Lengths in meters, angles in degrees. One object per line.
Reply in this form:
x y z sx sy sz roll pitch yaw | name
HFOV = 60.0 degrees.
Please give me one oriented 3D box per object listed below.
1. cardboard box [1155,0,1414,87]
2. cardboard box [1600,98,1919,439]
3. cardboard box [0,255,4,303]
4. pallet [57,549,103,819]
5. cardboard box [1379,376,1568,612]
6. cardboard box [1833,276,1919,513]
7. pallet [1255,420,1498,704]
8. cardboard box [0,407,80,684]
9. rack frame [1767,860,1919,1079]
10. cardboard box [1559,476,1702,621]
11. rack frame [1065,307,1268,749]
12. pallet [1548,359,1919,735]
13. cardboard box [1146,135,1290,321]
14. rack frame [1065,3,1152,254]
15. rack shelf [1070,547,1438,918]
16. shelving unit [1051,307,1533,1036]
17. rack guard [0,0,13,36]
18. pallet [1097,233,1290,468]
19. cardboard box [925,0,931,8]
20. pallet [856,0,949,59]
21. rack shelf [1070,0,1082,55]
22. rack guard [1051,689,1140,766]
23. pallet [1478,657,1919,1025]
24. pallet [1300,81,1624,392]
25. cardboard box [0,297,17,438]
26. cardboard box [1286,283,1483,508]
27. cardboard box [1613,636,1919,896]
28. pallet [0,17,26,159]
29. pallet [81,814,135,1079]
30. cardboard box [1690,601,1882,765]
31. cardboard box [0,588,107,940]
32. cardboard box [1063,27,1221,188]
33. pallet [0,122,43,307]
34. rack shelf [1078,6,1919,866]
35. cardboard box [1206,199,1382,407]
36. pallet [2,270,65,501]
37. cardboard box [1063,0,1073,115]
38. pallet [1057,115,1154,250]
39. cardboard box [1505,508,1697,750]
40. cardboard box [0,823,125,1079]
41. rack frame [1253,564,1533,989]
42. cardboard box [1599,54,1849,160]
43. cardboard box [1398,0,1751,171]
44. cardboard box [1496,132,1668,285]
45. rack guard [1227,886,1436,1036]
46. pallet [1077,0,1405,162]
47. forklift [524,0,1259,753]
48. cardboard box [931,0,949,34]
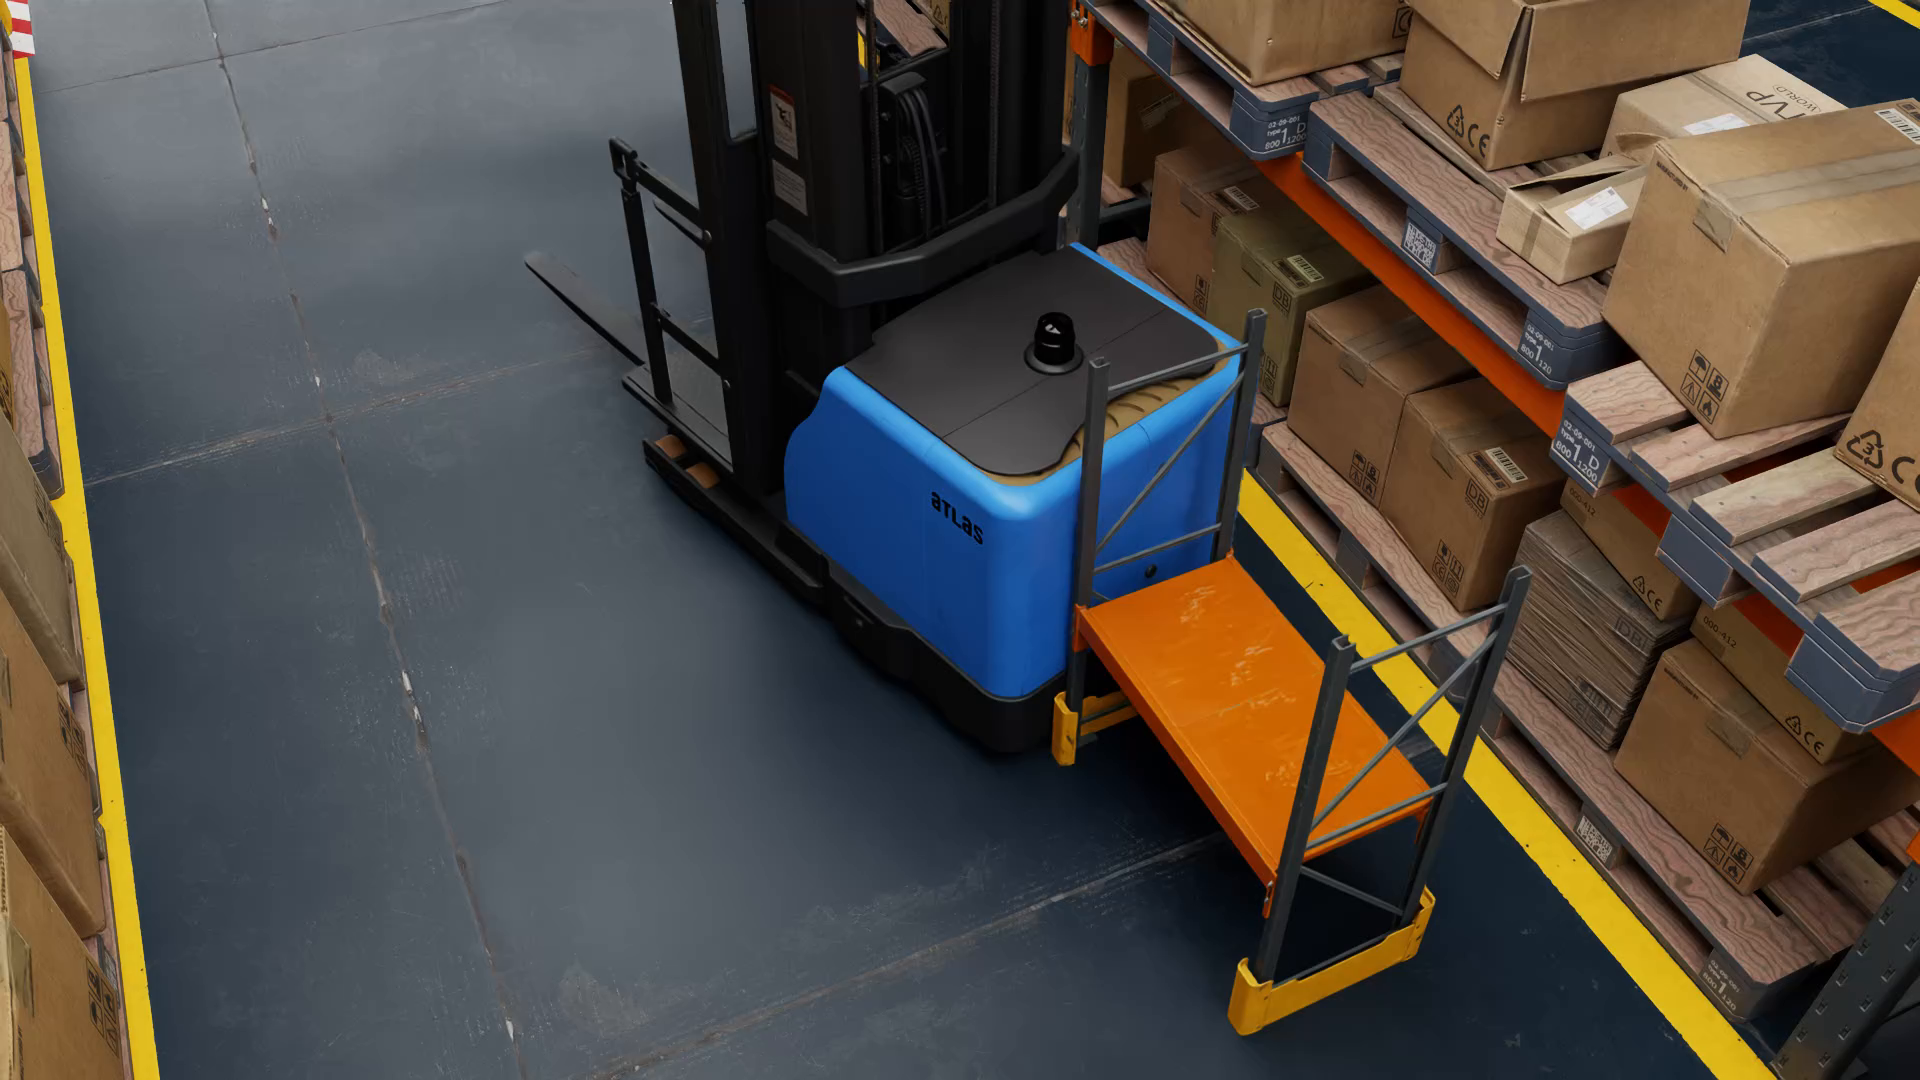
1.119 -2.163 5.081 1.000 1.000 1.000 -18 47 -17 | cardboard box
2.005 -0.642 3.895 0.700 0.500 0.500 -12 46 -12 | cardboard box
-4.214 -1.335 6.181 0.875 0.875 0.875 -18 47 -17 | cardboard box
-3.238 0.515 5.078 1.003 0.211 1.213 -18 47 -17 | pallet
1.804 -0.196 5.279 0.700 0.500 0.500 -14 46 -14 | cardboard box
2.330 -0.316 3.565 0.500 0.500 0.500 -24 49 -22 | cardboard box
1.758 -0.081 5.682 1.003 0.211 1.213 -18 47 -17 | pallet
-3.288 0.073 4.843 1.050 0.750 0.750 -18 47 -18 | cardboard box
2.594 0.201 3.410 1.000 3.000 0.127 -18 47 -17 | rack frame
2.053 -0.086 4.634 0.500 0.250 0.500 -13 46 -13 | cardboard box
0.545 0.030 4.651 0.500 1.500 0.032 -19 48 -18 | rack frame
2.198 -0.153 3.906 1.213 0.211 1.003 -18 47 -17 | pallet
1.151 -1.217 6.314 0.700 0.500 0.500 -22 49 -20 | cardboard box
0.912 -2.348 5.994 1.000 3.000 0.127 -18 47 -17 | rack frame
0.768 0.479 4.453 0.538 0.185 1.000 -19 48 -18 | rack shelf
0.772 0.357 4.320 0.587 1.500 1.083 -19 48 -18 | shelving unit
-5.323 -2.622 8.051 1.175 0.500 0.348 -18 47 -17 | rack guard
1.241 -0.859 6.471 1.003 0.211 1.213 -18 47 -17 | pallet
0.006 -2.978 8.113 0.500 0.500 0.500 -14 46 -14 | cardboard box
0.081 -2.551 8.185 1.003 0.211 1.213 -18 47 -17 | pallet
0.071 -3.366 7.538 1.077 0.370 4.000 -18 47 -17 | rack shelf
0.554 0.487 5.078 0.587 0.250 0.087 -19 48 -18 | rack guard
2.267 0.695 4.895 1.003 0.211 1.213 -18 47 -17 | pallet
1.724 -0.980 4.744 1.003 0.211 1.213 -18 47 -17 | pallet
-3.832 -0.762 5.600 0.875 0.875 0.875 -17 47 -17 | cardboard box
1.570 -0.551 5.639 0.700 0.500 0.500 -22 49 -21 | cardboard box
2.294 0.513 4.561 0.700 0.500 0.500 -20 48 -19 | cardboard box
-4.905 -2.017 7.644 1.003 0.211 1.213 -18 47 -17 | pallet
-2.721 1.293 4.289 1.003 0.211 1.213 -18 47 -17 | pallet
2.285 0.249 4.294 0.500 0.250 0.500 -16 47 -16 | cardboard box
-2.886 0.689 4.219 1.050 0.750 0.750 -18 47 -17 | cardboard box
0.780 -1.874 6.995 0.500 0.500 0.500 -19 48 -19 | cardboard box
-4.396 -1.241 6.858 1.003 0.211 1.213 -18 47 -17 | pallet
1.753 -0.817 4.955 1.077 0.370 4.000 -18 47 -17 | rack shelf
1.334 -0.907 6.001 0.700 0.500 0.500 -18 47 -18 | cardboard box
-3.880 -0.462 6.068 1.003 0.211 1.213 -18 47 -17 | pallet
0.532 -2.237 7.362 0.500 0.500 0.500 -5 45 -5 | cardboard box
0.597 -1.773 7.396 1.003 0.211 1.213 -18 47 -17 | pallet
2.049 0.164 4.915 0.700 0.500 0.500 -22 49 -21 | cardboard box
-2.494 1.282 3.618 1.050 0.750 0.750 -17 47 -17 | cardboard box
0.991 0.672 4.001 0.500 1.500 0.032 -19 48 -18 | rack frame
2.098 -1.031 4.467 0.500 0.250 0.500 -19 48 -19 | cardboard box
1.725 -1.457 4.718 0.797 0.503 0.637 -14 46 -13 | cardboard box
1.648 -0.883 4.306 0.396 0.266 0.258 -19 48 -19 | cardboard box
0.991 1.116 4.441 0.587 0.250 0.087 -19 48 -18 | rack guard
1.101 -1.750 5.524 1.003 0.211 1.213 -18 47 -17 | pallet
-0.473 -1.362 5.044 1.130 2.935 3.031 -32 53 -28 | forklift
0.200 -2.609 7.740 0.500 0.500 0.500 -22 49 -21 | cardboard box
